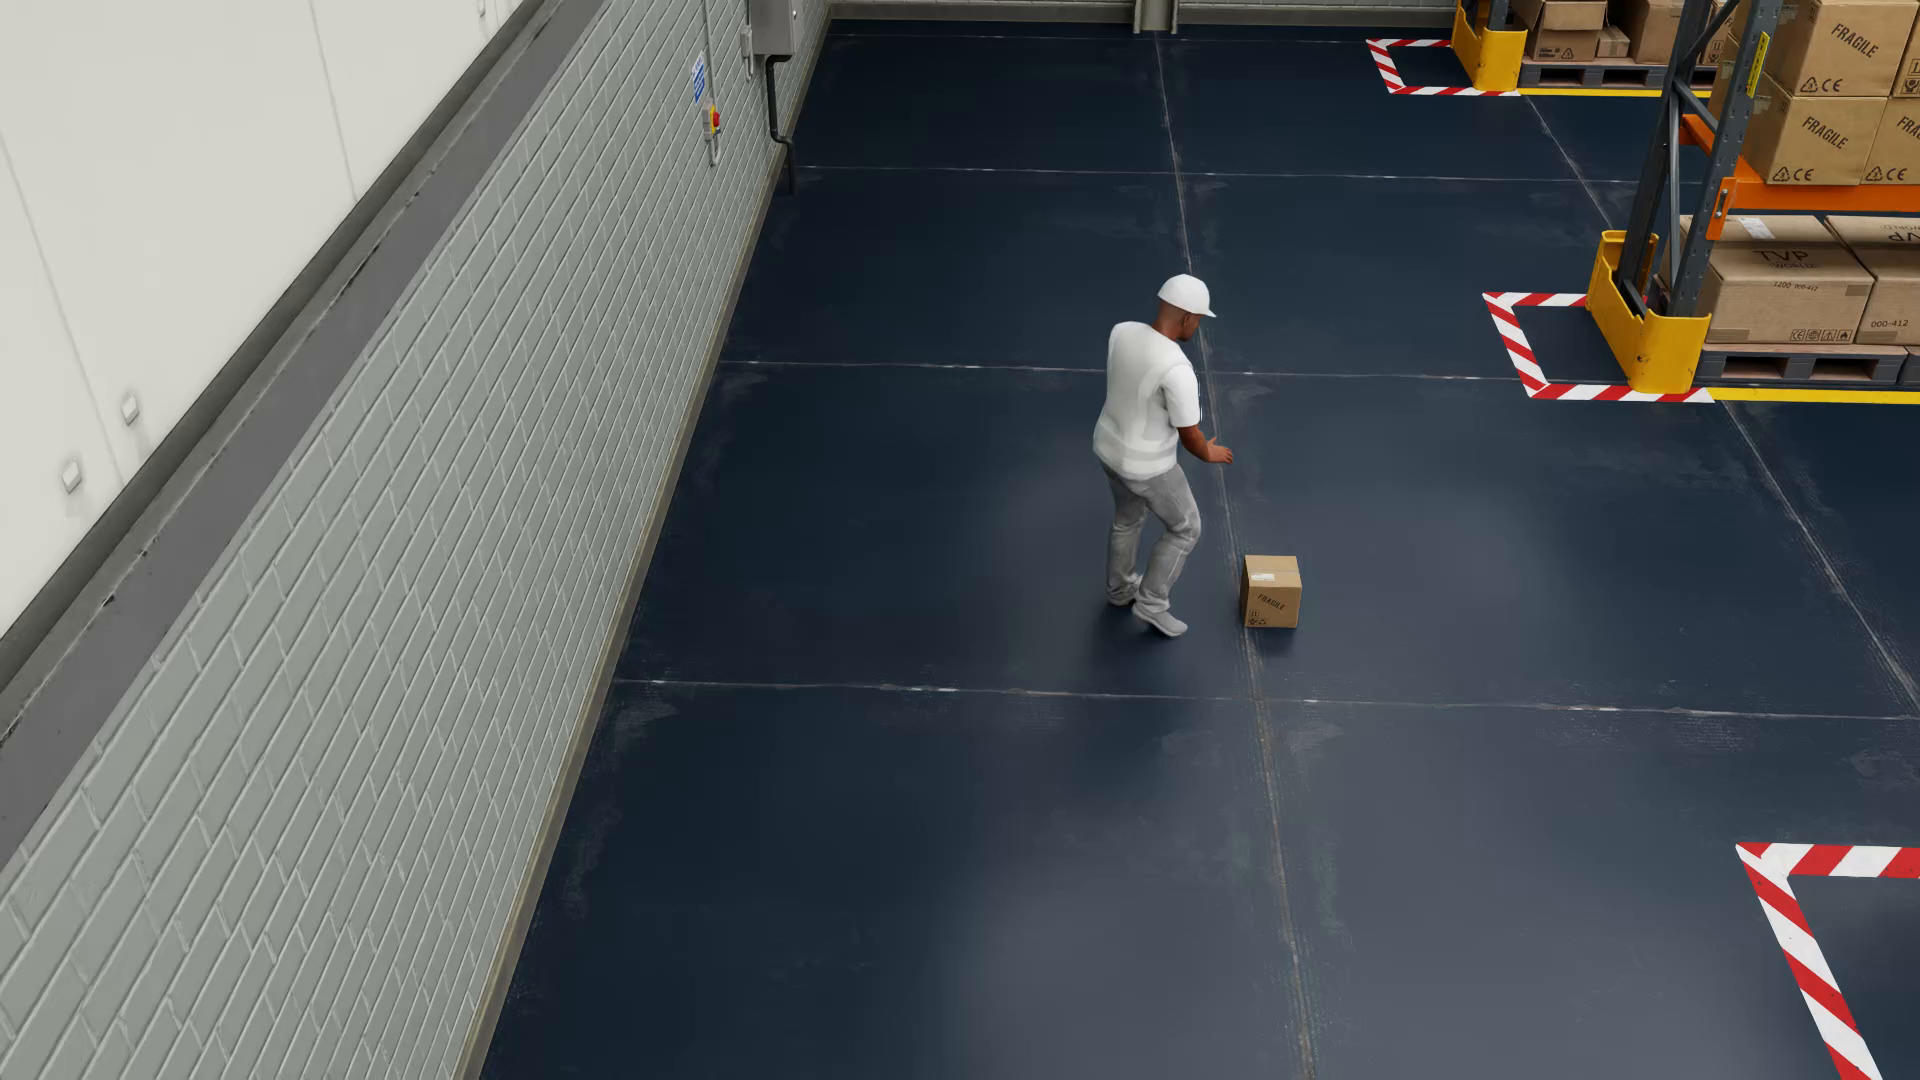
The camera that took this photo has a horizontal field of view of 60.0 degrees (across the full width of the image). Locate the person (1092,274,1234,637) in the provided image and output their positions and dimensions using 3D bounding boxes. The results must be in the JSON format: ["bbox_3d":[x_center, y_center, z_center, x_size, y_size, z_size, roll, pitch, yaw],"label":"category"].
[{"bbox_3d":[0.916,-0.384,7.650,0.570,1.782,0.589,-18,39,-23],"label":"person"}]
